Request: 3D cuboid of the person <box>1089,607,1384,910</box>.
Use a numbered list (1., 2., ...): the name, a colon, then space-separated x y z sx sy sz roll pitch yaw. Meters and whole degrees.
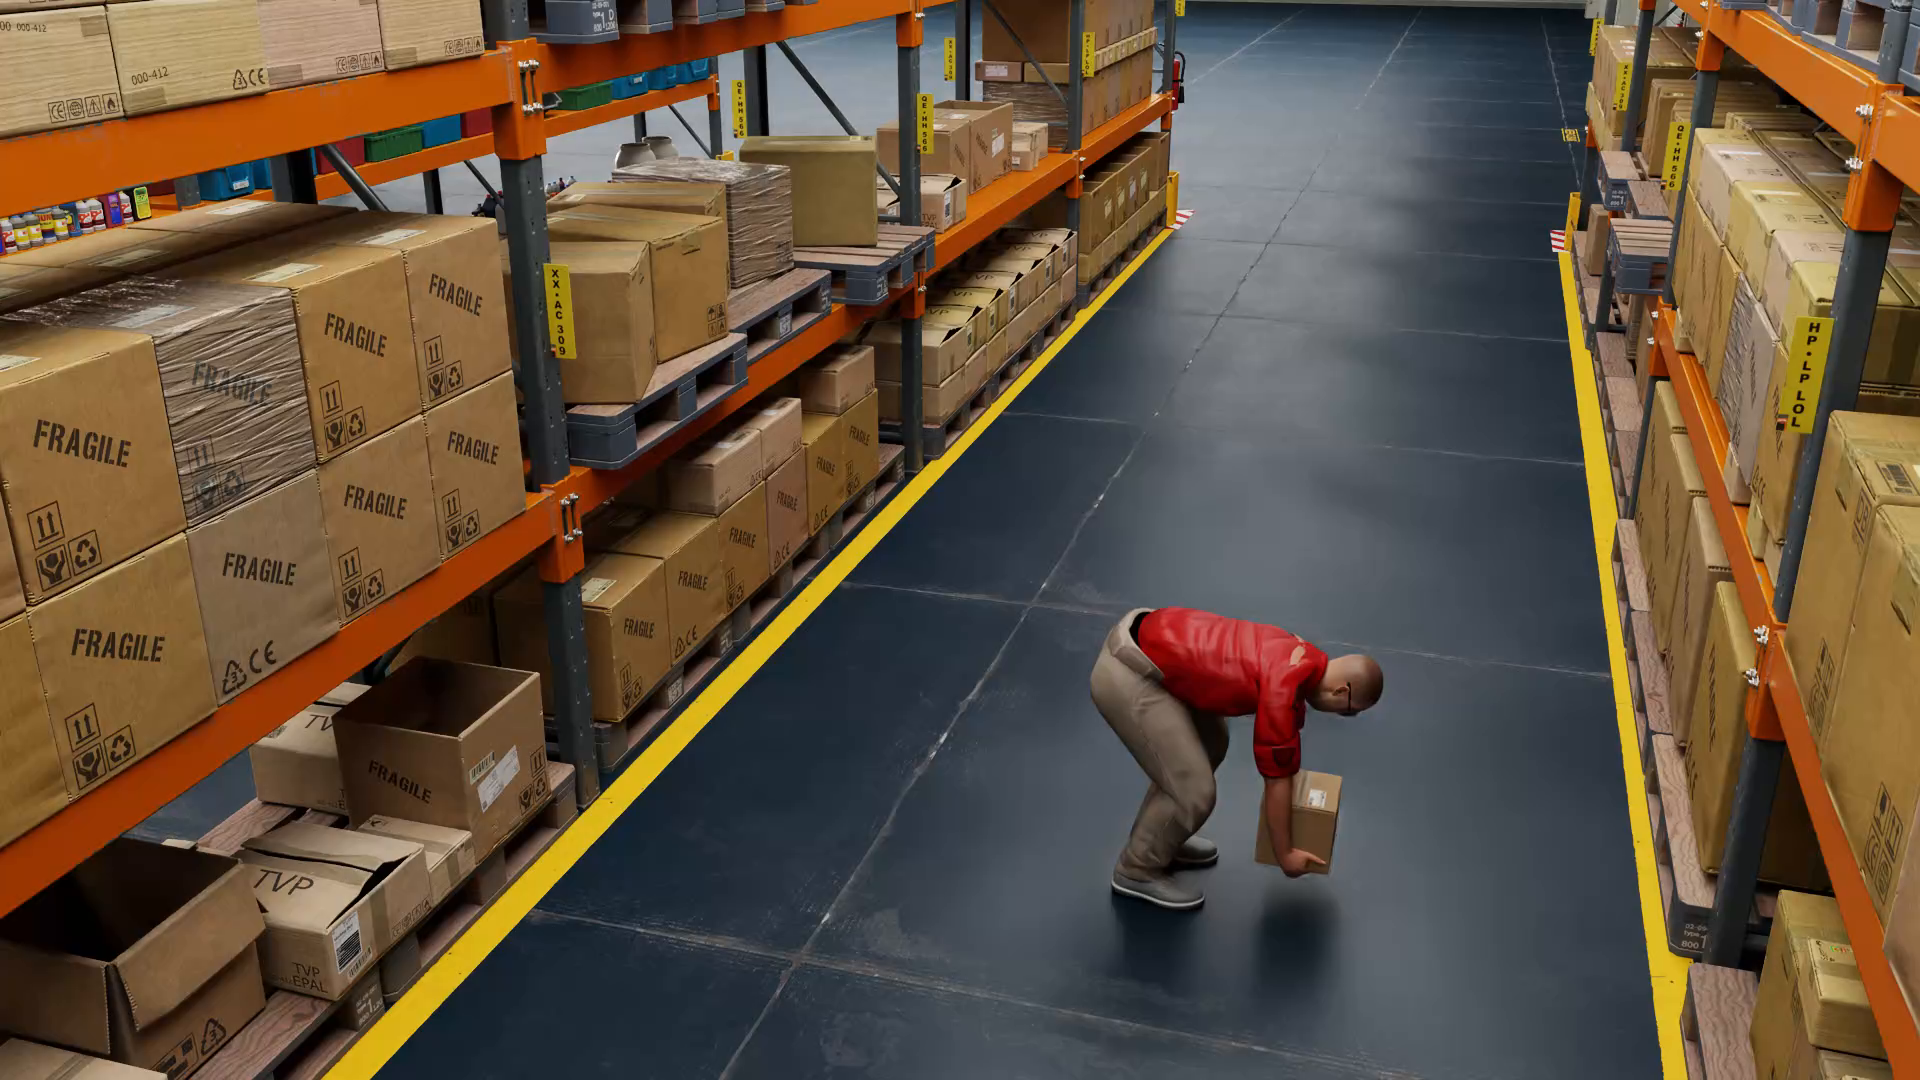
1. person: 0.927 0.743 5.701 0.963 1.026 0.517 5 22 13
